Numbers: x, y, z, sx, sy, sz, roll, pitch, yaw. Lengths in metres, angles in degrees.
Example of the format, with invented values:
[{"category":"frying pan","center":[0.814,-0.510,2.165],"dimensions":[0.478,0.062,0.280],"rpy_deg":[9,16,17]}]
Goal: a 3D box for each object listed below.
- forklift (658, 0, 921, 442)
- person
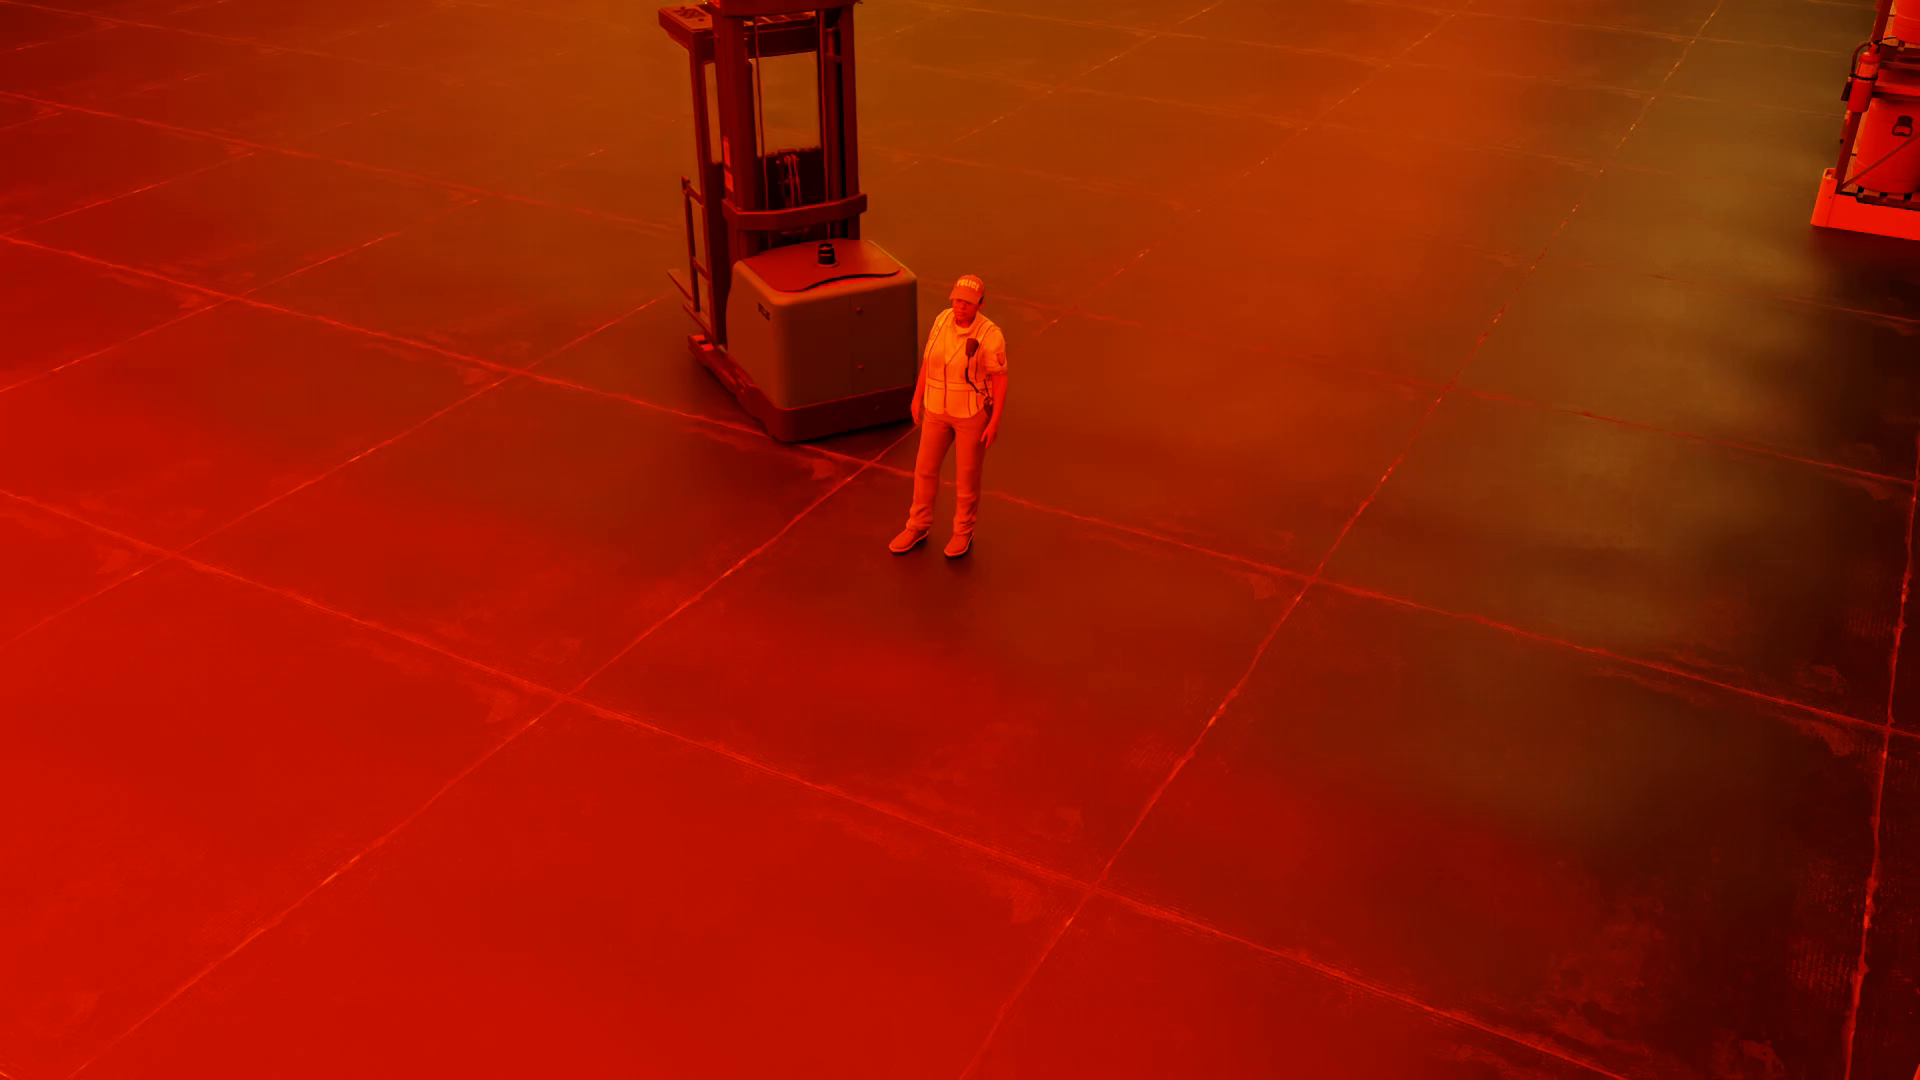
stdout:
[{"category":"forklift","center":[-1.367,-2.628,11.625],"dimensions":[1.130,2.935,3.031],"rpy_deg":[-14,33,-22]},{"category":"person","center":[-0.057,-0.700,9.534],"dimensions":[0.598,1.670,0.529],"rpy_deg":[15,33,25]}]
